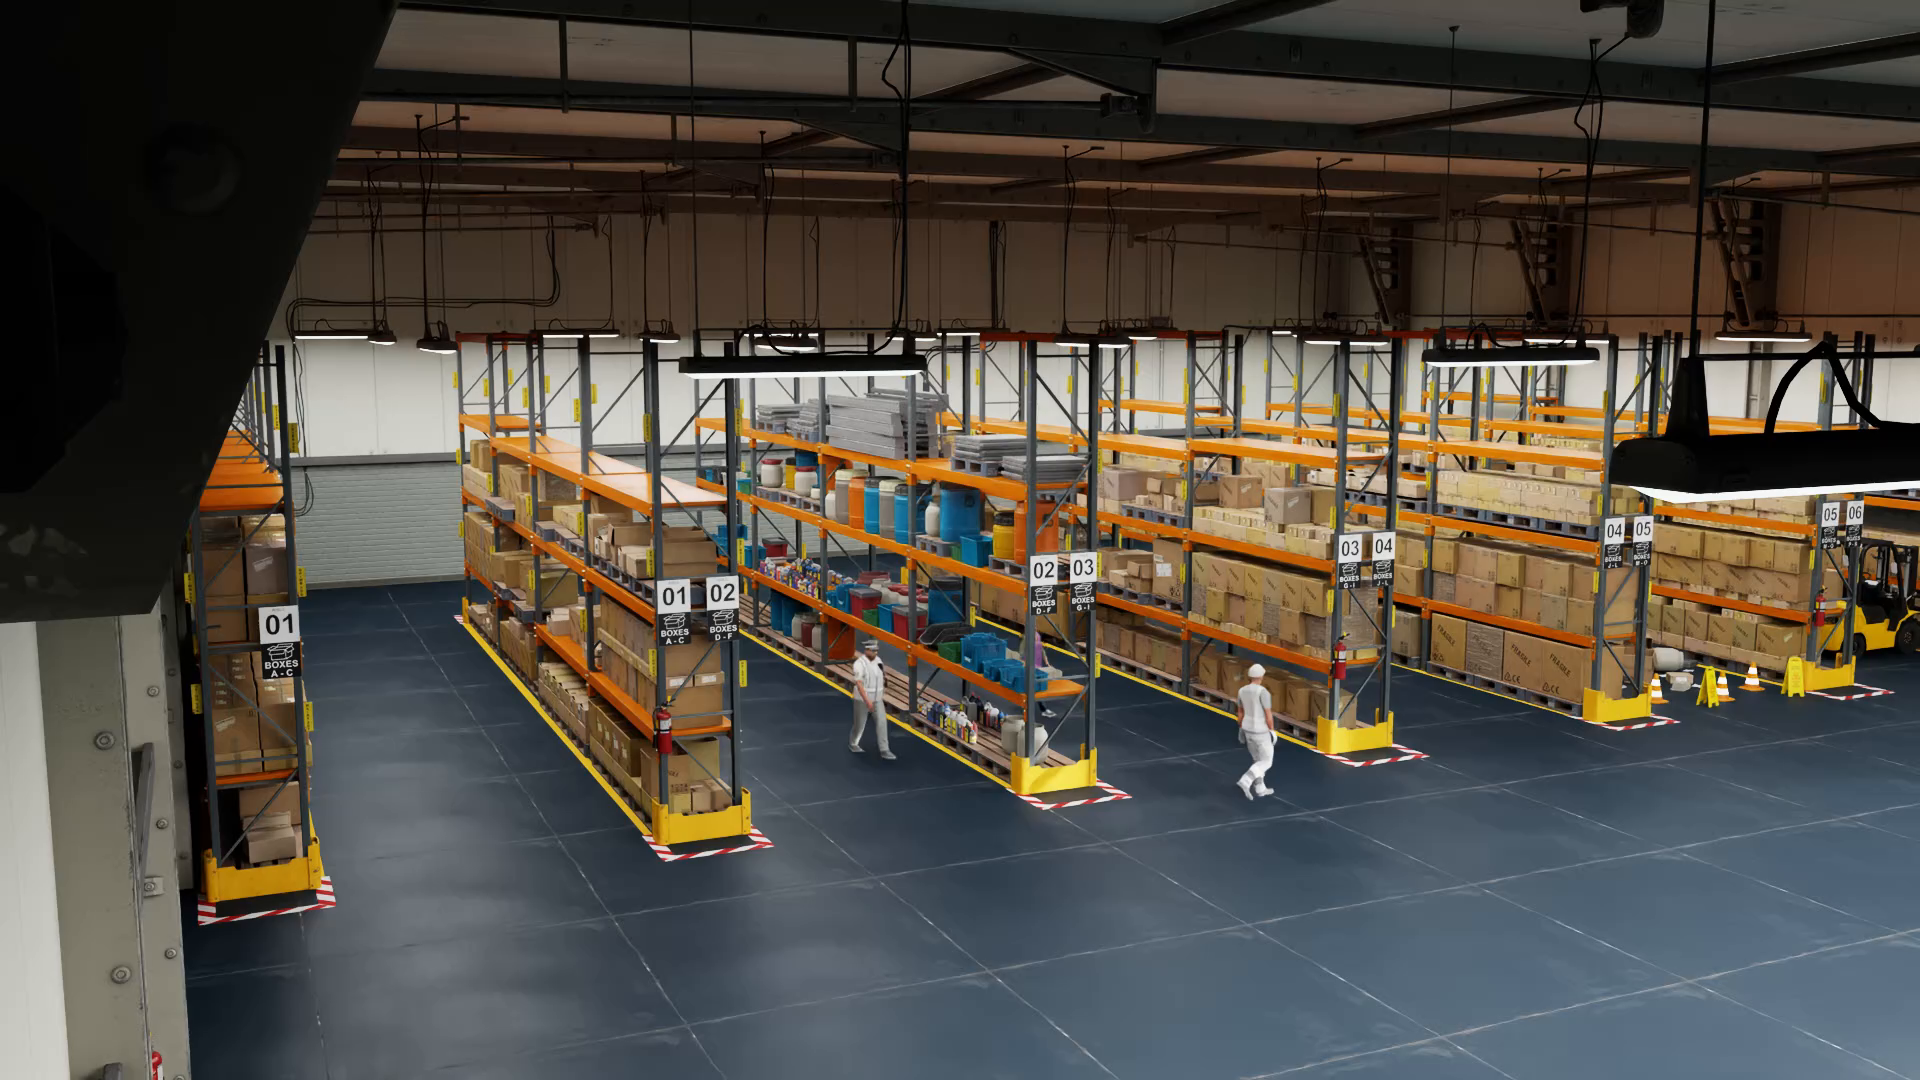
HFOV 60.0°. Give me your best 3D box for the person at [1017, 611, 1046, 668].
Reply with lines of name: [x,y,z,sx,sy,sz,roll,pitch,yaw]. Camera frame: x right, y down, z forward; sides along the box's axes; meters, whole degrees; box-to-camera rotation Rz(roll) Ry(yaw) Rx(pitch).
person: [1.149,1.799,26.478,0.426,1.536,0.683,-3,8,-19]

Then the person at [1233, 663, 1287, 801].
person: [3.949,2.527,21.842,0.727,1.841,0.391,3,8,20]

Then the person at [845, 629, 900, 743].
person: [-1.225,2.114,23.900,0.863,1.660,0.526,3,8,23]
